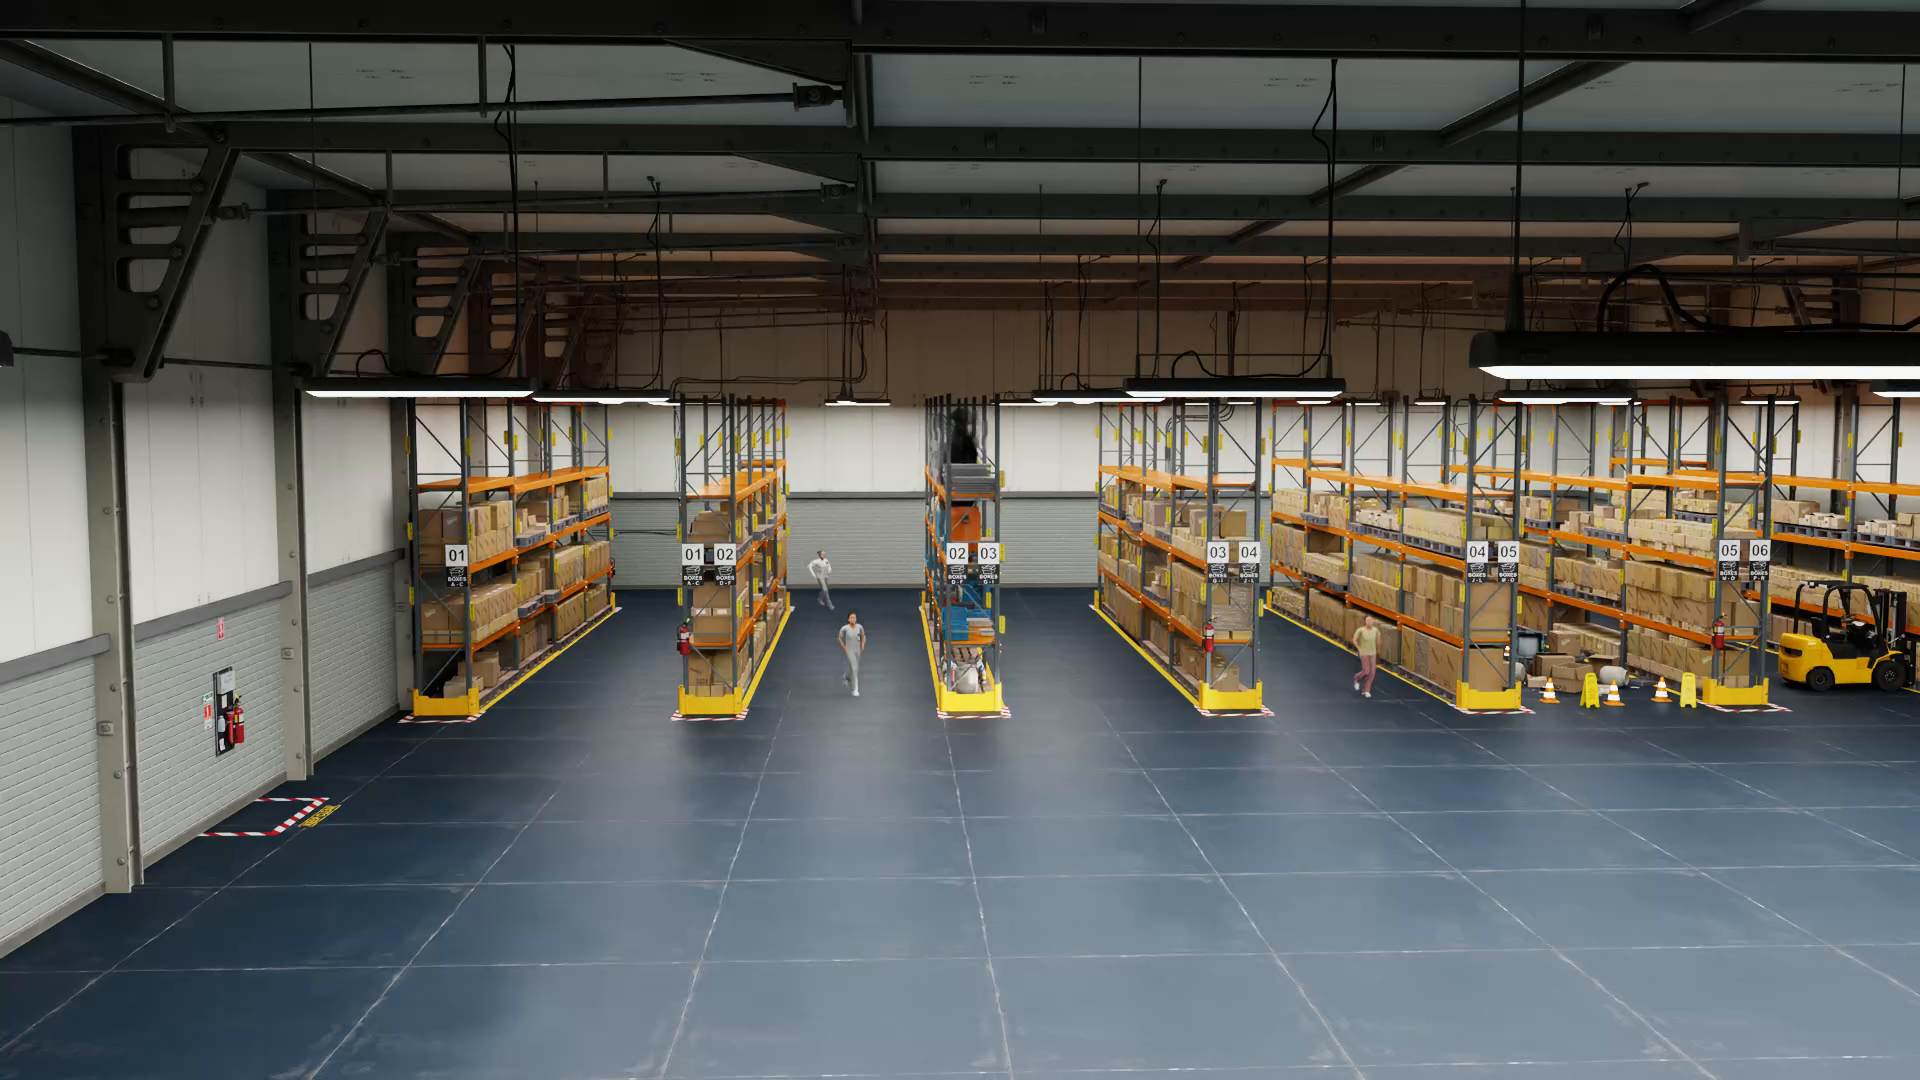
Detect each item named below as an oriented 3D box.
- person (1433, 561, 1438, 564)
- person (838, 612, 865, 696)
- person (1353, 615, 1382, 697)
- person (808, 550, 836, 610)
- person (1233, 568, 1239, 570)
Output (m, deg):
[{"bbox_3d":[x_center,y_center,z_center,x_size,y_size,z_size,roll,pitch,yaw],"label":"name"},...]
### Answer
[{"bbox_3d":[14.349,0.943,49.595,0.687,1.728,0.699,-1,5,-13],"label":"person"},{"bbox_3d":[-2.187,2.266,33.428,0.565,1.678,0.765,-2,5,-25],"label":"person"},{"bbox_3d":[8.144,2.295,33.179,0.573,1.639,0.584,-1,5,-7],"label":"person"},{"bbox_3d":[-3.960,1.122,47.526,0.613,1.695,0.892,-4,6,-42],"label":"person"},{"bbox_3d":[7.828,1.076,48.332,0.550,1.714,0.676,1,5,14],"label":"person"}]
